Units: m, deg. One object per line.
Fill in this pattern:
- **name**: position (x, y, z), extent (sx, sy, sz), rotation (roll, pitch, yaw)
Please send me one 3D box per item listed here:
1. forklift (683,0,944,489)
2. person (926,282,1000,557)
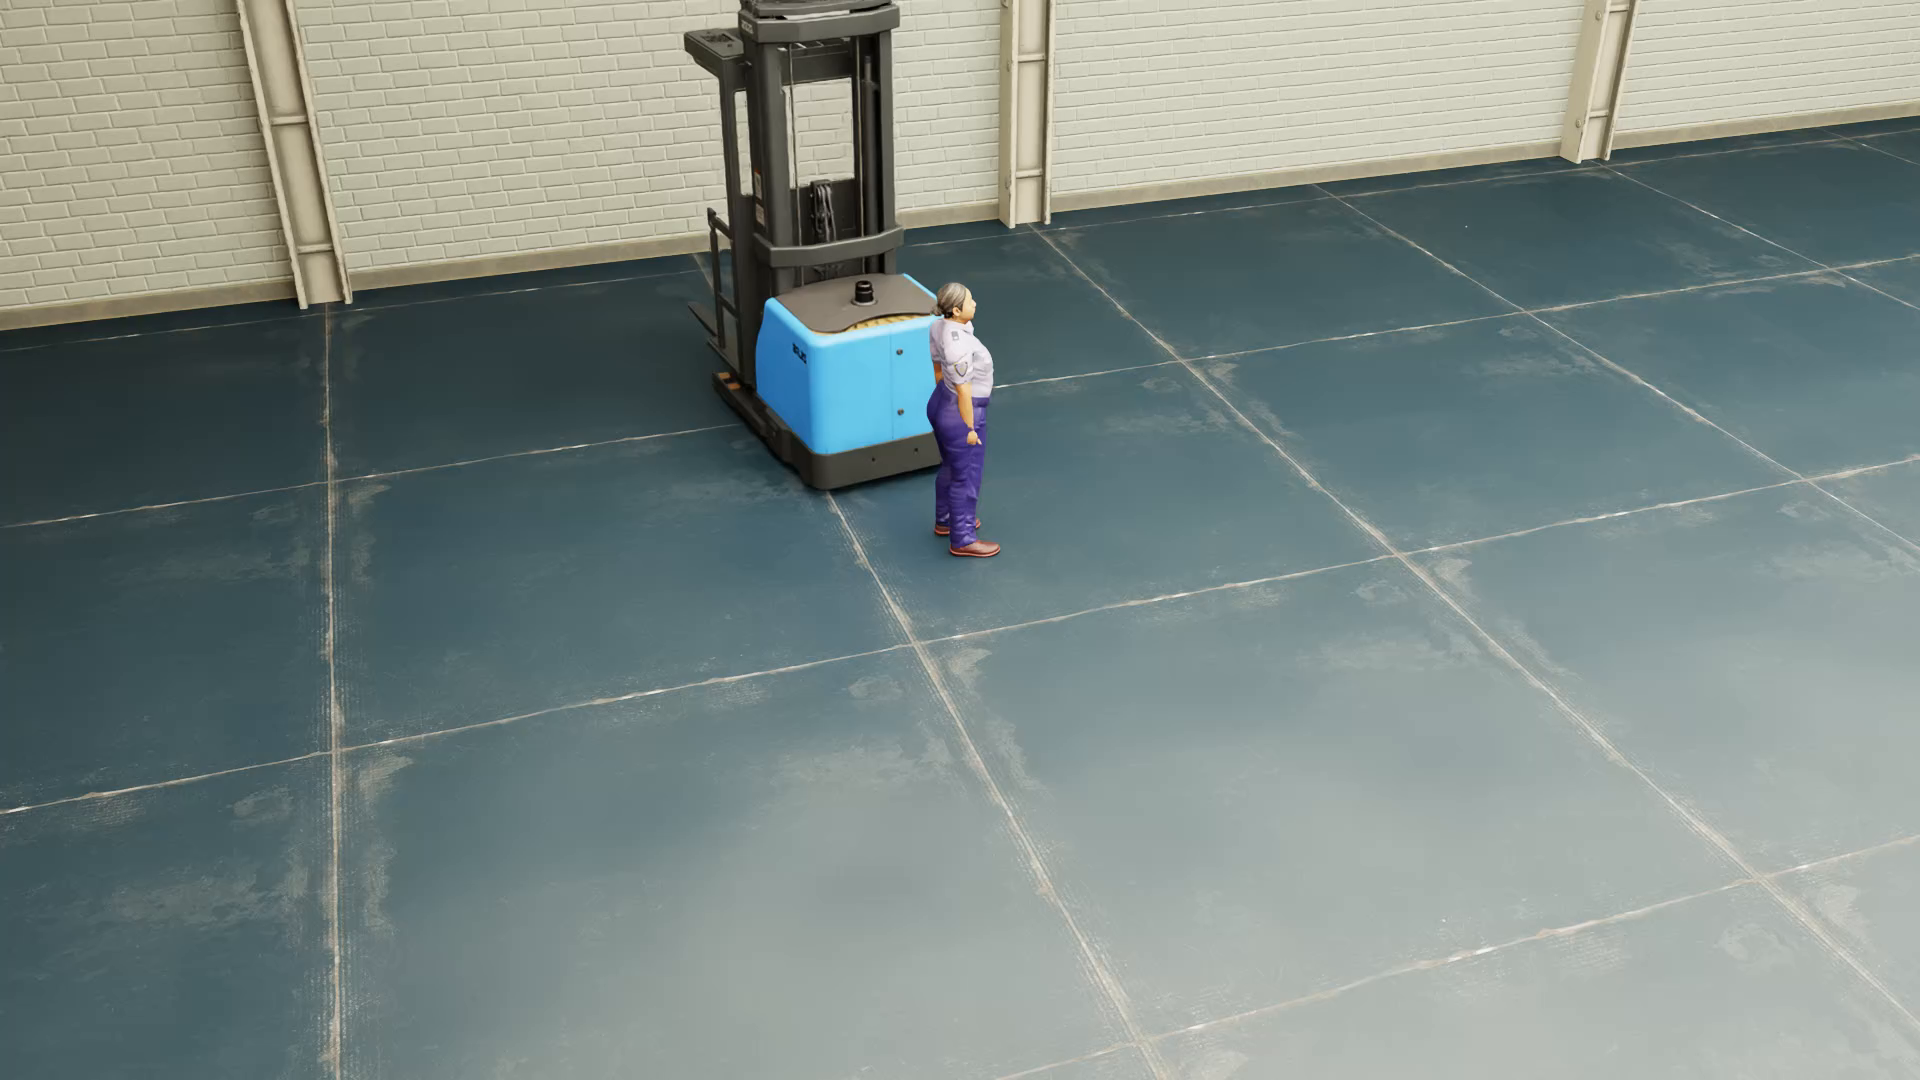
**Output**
- **forklift**: position (-1.104, -2.300, 11.084), extent (1.130, 2.935, 3.031), rotation (-14, 33, -23)
- **person**: position (0.009, -0.701, 9.614), extent (0.361, 1.638, 0.476), rotation (-10, 31, -16)
